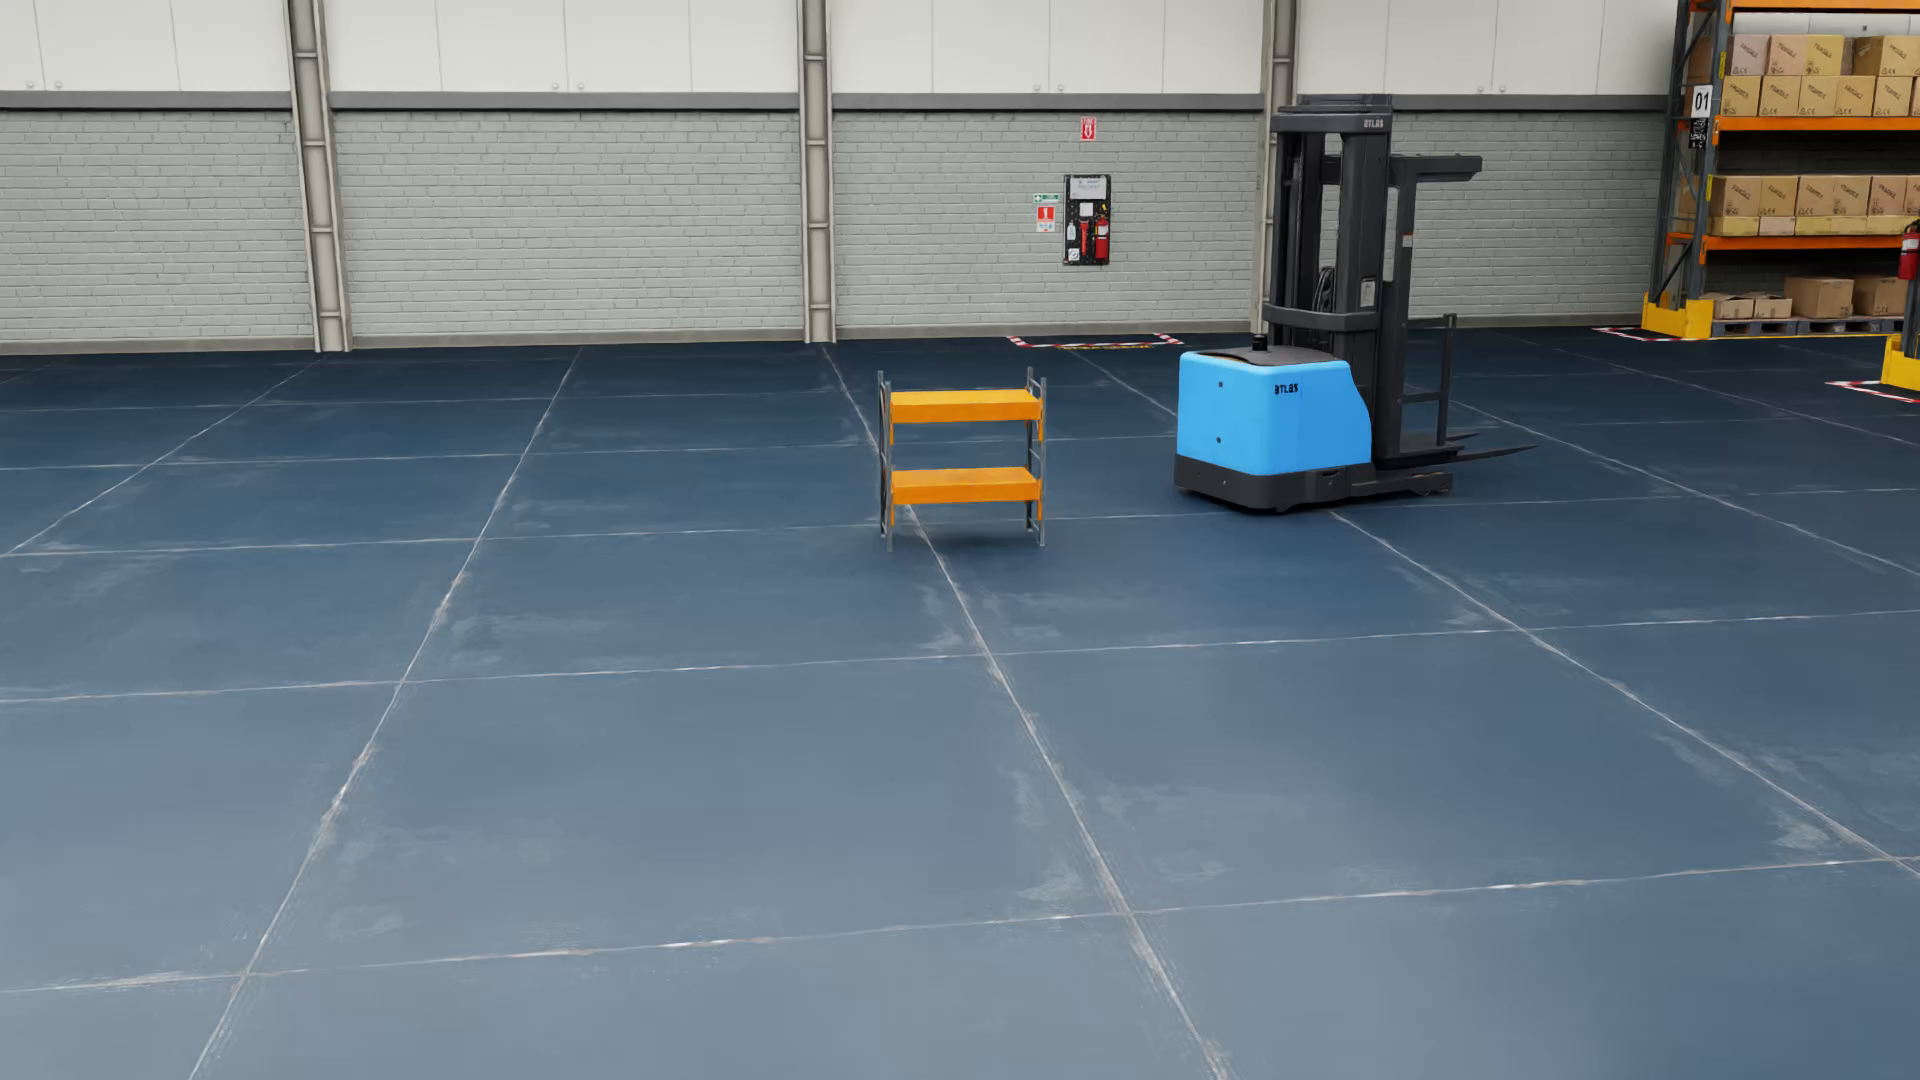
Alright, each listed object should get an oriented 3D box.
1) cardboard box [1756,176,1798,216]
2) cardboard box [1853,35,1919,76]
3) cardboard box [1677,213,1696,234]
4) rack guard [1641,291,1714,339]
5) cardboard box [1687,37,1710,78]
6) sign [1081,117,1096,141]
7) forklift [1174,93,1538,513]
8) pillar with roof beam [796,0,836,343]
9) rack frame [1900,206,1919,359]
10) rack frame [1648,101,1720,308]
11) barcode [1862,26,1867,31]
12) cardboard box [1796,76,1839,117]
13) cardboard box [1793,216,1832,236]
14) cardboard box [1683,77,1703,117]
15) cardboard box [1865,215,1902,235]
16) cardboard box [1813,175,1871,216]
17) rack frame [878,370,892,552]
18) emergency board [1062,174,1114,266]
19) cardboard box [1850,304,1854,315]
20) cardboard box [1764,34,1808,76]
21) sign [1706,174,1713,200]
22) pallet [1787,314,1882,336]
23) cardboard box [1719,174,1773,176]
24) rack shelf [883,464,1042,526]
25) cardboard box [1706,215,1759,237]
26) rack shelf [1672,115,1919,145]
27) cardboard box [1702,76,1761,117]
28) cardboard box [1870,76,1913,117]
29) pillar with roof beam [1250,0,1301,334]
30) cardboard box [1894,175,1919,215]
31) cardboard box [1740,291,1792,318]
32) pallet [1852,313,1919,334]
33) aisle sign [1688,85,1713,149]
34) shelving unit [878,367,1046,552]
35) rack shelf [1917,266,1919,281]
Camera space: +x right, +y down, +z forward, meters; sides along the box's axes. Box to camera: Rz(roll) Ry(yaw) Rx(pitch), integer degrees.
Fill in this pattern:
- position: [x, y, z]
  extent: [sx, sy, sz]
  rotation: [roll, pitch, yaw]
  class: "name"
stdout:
- position: [10.504, -4.483, 21.656]
  extent: [0.500, 0.500, 0.500]
  rotation: [-2, 14, -8]
  class: "cardboard box"
- position: [11.942, -6.238, 21.459]
  extent: [0.500, 0.500, 0.500]
  rotation: [-3, 14, -10]
  class: "cardboard box"
- position: [9.930, -4.222, 22.159]
  extent: [0.500, 0.250, 0.500]
  rotation: [-2, 14, -7]
  class: "cardboard box"
- position: [9.572, -3.012, 22.204]
  extent: [0.348, 0.500, 1.175]
  rotation: [-2, 14, -8]
  class: "rack guard"
- position: [9.884, -6.298, 21.701]
  extent: [0.500, 0.500, 0.500]
  rotation: [-1, 14, -6]
  class: "cardboard box"
- position: [1.655, -5.305, 21.445]
  extent: [0.199, 0.298, 0.001]
  rotation: [-2, 14, -8]
  class: "sign"
- position: [3.161, -1.856, 12.597]
  extent: [3.031, 2.935, 1.130]
  rotation: [-8, 16, -28]
  class: "forklift"
- position: [-1.165, -5.895, 16.227]
  extent: [0.400, 9.000, 9.100]
  rotation: [-2, 14, -8]
  class: "pillar with roof beam"
- position: [10.238, -3.030, 17.139]
  extent: [0.127, 3.000, 1.000]
  rotation: [-2, 14, -8]
  class: "rack frame"
- position: [9.497, -4.222, 21.889]
  extent: [0.127, 3.000, 1.000]
  rotation: [-2, 14, -8]
  class: "rack frame"
- position: [12.014, -6.796, 22.083]
  extent: [0.075, 0.075, 0.001]
  rotation: [-2, 14, -8]
  class: "barcode"
- position: [10.914, -5.718, 21.441]
  extent: [0.500, 0.500, 0.500]
  rotation: [-1, 14, -6]
  class: "cardboard box"
- position: [11.042, -4.139, 21.828]
  extent: [0.500, 0.250, 0.500]
  rotation: [-2, 14, -9]
  class: "cardboard box"
- position: [9.872, -5.811, 21.813]
  extent: [0.500, 0.500, 0.500]
  rotation: [-1, 14, -4]
  class: "cardboard box"
- position: [12.040, -4.176, 21.972]
  extent: [0.500, 0.250, 0.500]
  rotation: [-2, 14, -9]
  class: "cardboard box"
- position: [11.524, -4.522, 21.811]
  extent: [0.500, 0.500, 0.500]
  rotation: [-2, 14, -7]
  class: "cardboard box"
- position: [-0.496, -0.527, 11.013]
  extent: [0.032, 1.125, 0.500]
  rotation: [-2, 14, -8]
  class: "rack frame"
- position: [1.678, -4.157, 21.633]
  extent: [0.643, 1.169, 0.194]
  rotation: [-2, 14, -8]
  class: "emergency board"
- position: [11.868, -3.144, 22.549]
  extent: [0.250, 0.149, 0.380]
  rotation: [-3, 14, -13]
  class: "cardboard box"
- position: [10.417, -6.181, 21.235]
  extent: [0.500, 0.500, 0.500]
  rotation: [-2, 14, -9]
  class: "cardboard box"
- position: [9.578, -4.511, 21.264]
  extent: [0.005, 0.325, 0.100]
  rotation: [-2, 14, -8]
  class: "sign"
- position: [11.584, -2.936, 22.496]
  extent: [1.213, 0.211, 1.003]
  rotation: [-2, 14, -8]
  class: "pallet"
- position: [10.430, -4.606, 22.149]
  extent: [0.500, 0.500, 0.500]
  rotation: [-2, 14, -8]
  class: "cardboard box"
- position: [0.007, -0.309, 11.145]
  extent: [1.000, 0.278, 0.538]
  rotation: [-2, 14, -8]
  class: "rack shelf"
- position: [10.027, -4.100, 21.671]
  extent: [0.500, 0.250, 0.500]
  rotation: [-3, 14, -10]
  class: "cardboard box"
- position: [11.474, -5.400, 21.901]
  extent: [4.000, 0.370, 1.077]
  rotation: [-2, 14, -8]
  class: "rack shelf"
- position: [9.865, -5.687, 21.318]
  extent: [0.500, 0.500, 0.500]
  rotation: [-2, 14, -7]
  class: "cardboard box"
- position: [11.945, -5.758, 21.600]
  extent: [0.500, 0.500, 0.500]
  rotation: [-3, 14, -11]
  class: "cardboard box"
- position: [4.768, -6.112, 17.094]
  extent: [0.400, 9.000, 9.100]
  rotation: [-2, 14, -8]
  class: "pillar with roof beam"
- position: [12.538, -4.556, 21.949]
  extent: [0.500, 0.500, 0.500]
  rotation: [-2, 14, -9]
  class: "cardboard box"
- position: [10.758, -3.155, 22.259]
  extent: [0.500, 0.311, 0.500]
  rotation: [-1, 14, -4]
  class: "cardboard box"
- position: [12.793, -2.981, 22.676]
  extent: [1.213, 0.211, 1.003]
  rotation: [-2, 14, -8]
  class: "pallet"
- position: [9.470, -5.408, 21.275]
  extent: [0.004, 0.787, 0.394]
  rotation: [-2, 14, -8]
  class: "aisle sign"
- position: [0.007, -0.546, 11.086]
  extent: [1.048, 1.125, 0.538]
  rotation: [-2, 14, -8]
  class: "shelving unit"
- position: [12.216, -2.754, 17.515]
  extent: [4.000, 0.370, 1.077]
  rotation: [-2, 14, -8]
  class: "rack shelf"
